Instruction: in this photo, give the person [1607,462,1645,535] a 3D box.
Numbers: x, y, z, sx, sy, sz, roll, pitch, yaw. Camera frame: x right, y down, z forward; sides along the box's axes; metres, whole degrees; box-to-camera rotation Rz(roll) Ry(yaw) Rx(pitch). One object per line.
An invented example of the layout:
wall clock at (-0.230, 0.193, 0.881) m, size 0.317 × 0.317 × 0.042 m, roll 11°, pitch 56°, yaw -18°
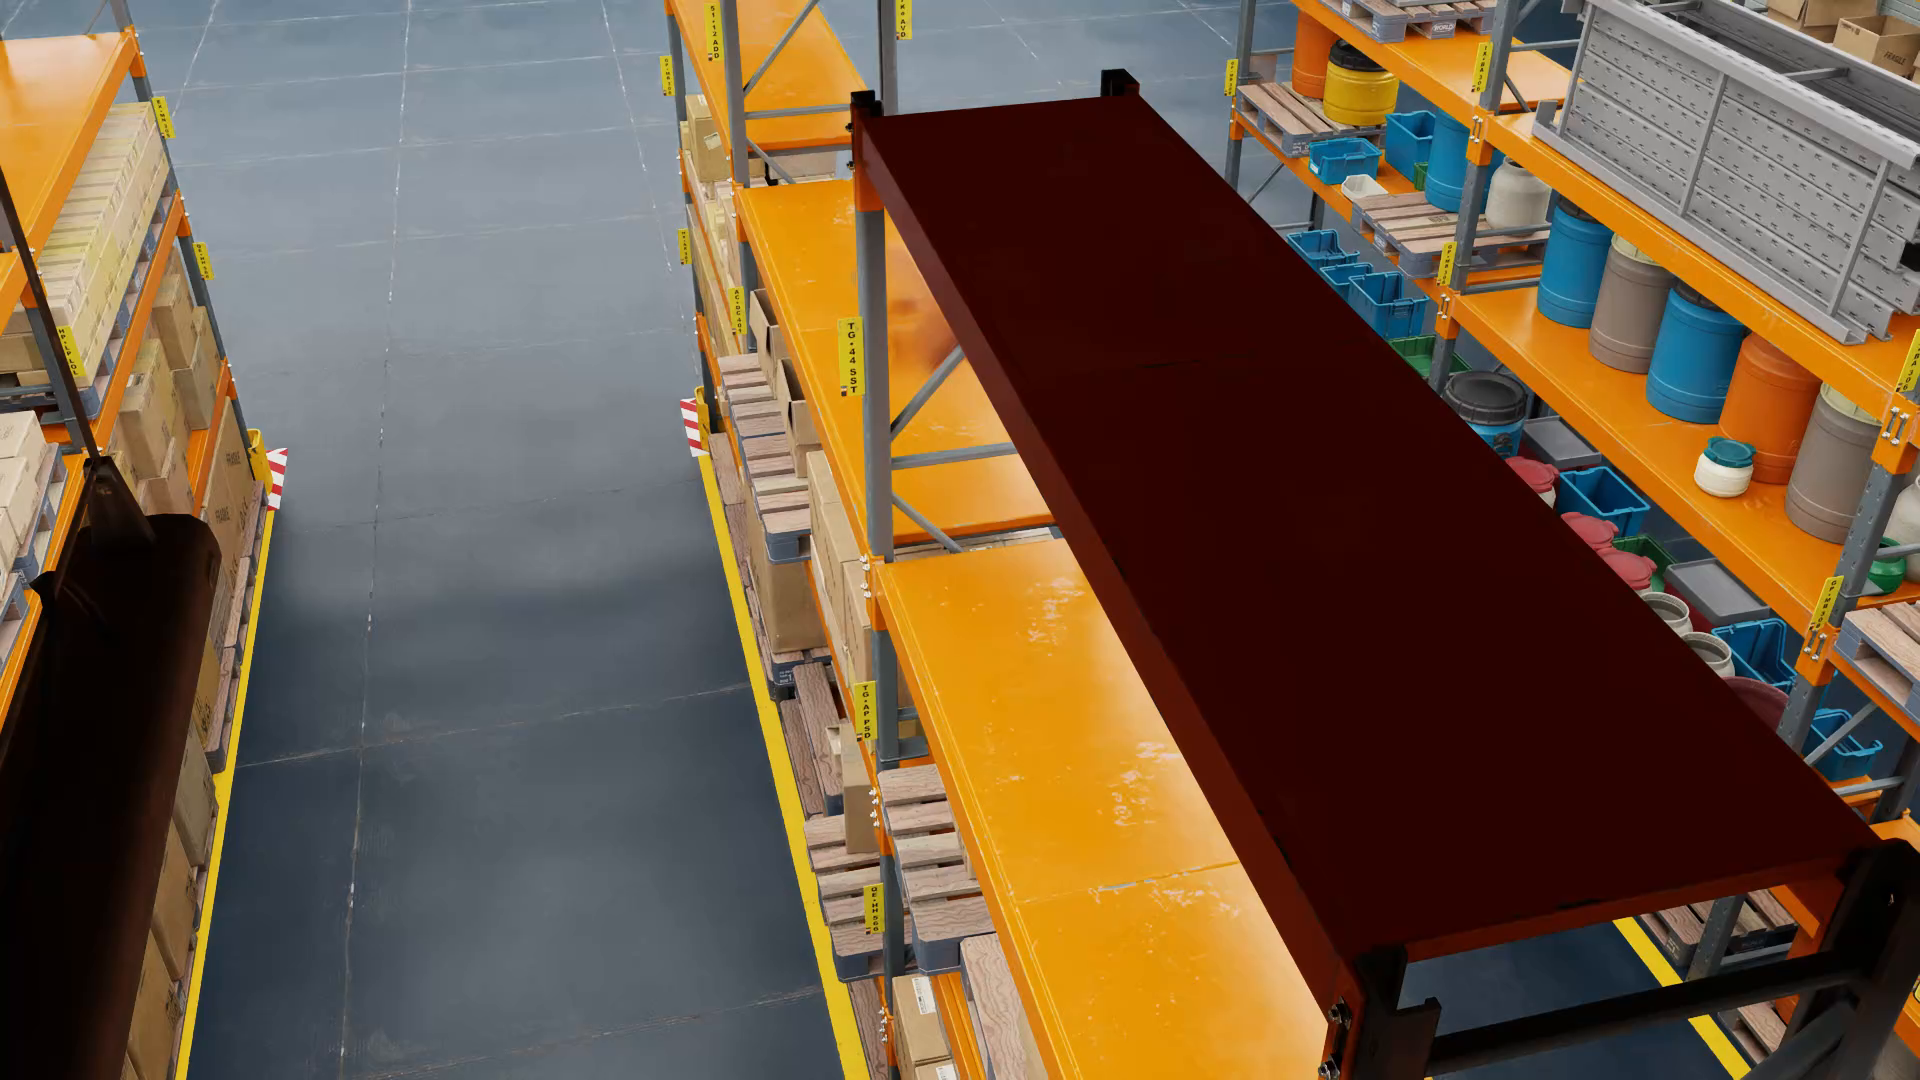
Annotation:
person at (5.488, -0.562, 13.373) m, size 0.739 × 1.757 × 0.732 m, roll -10°, pitch 36°, yaw -15°
